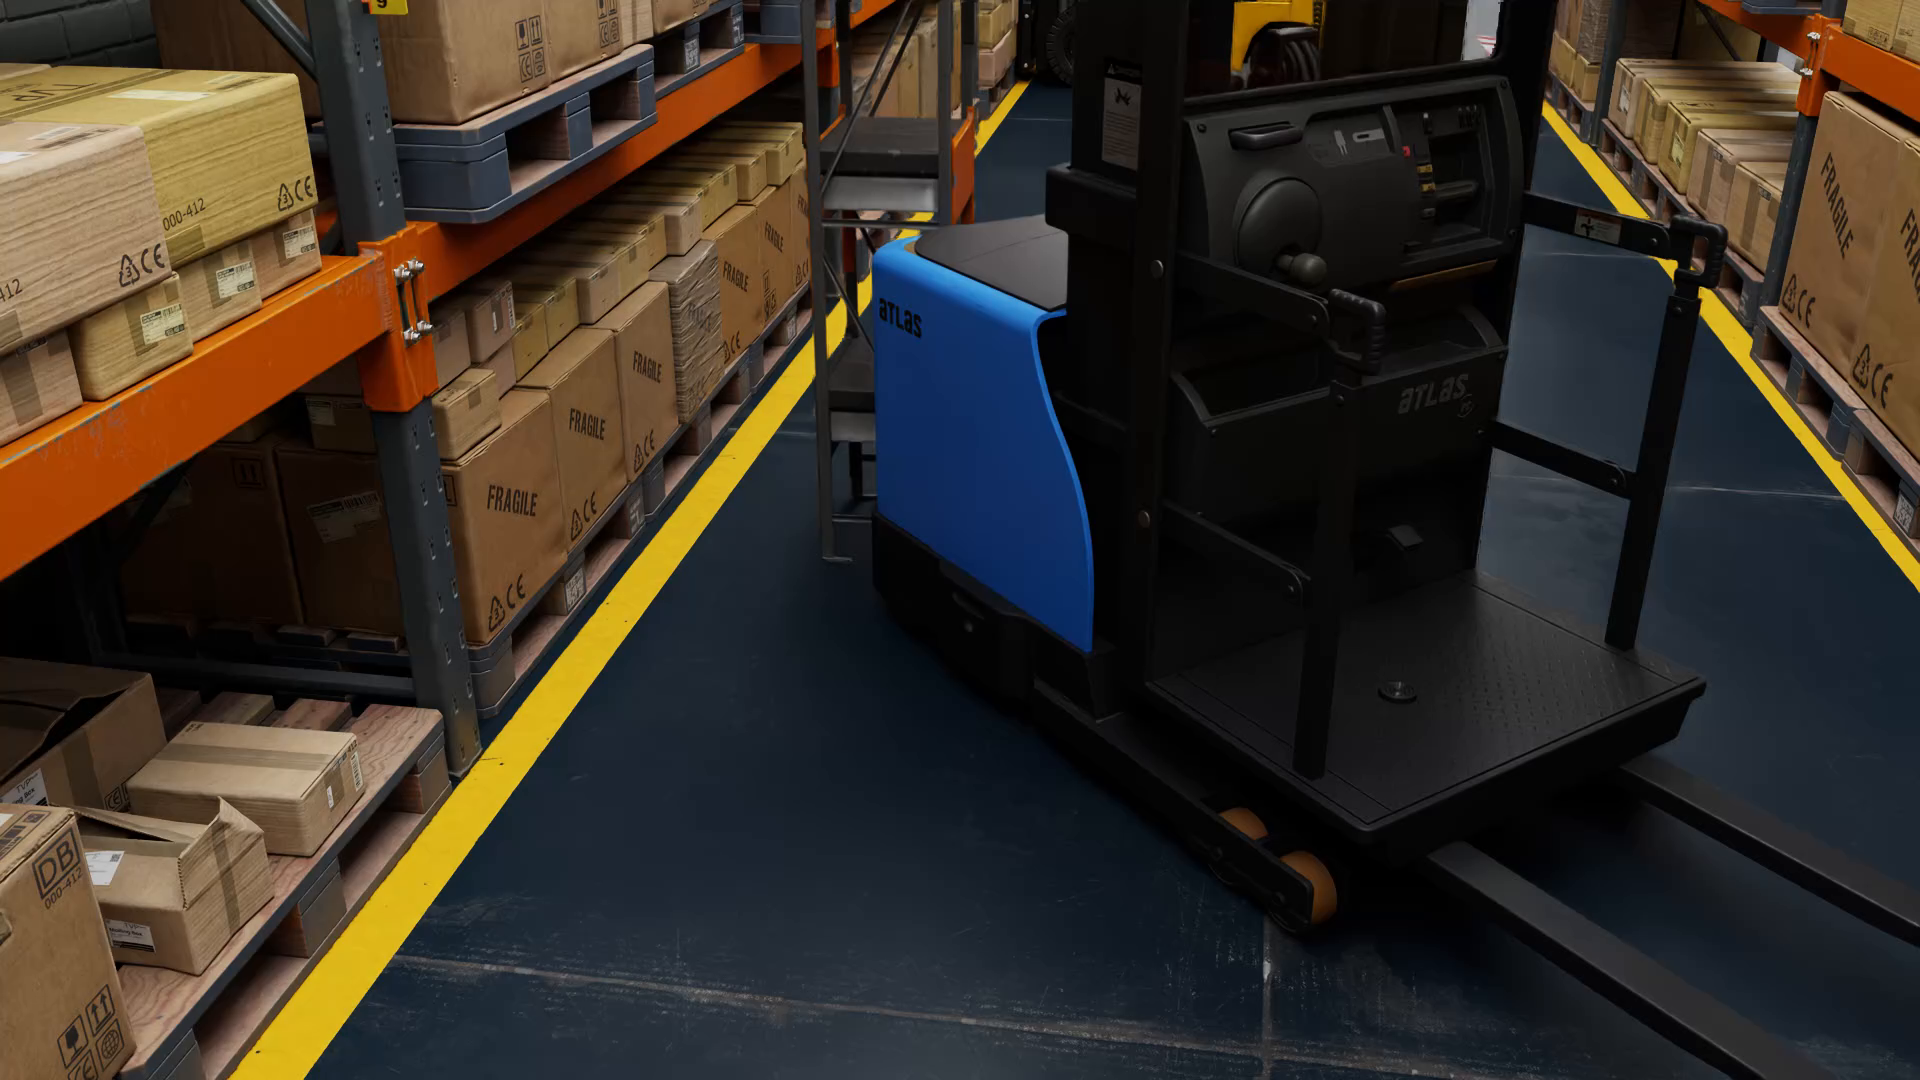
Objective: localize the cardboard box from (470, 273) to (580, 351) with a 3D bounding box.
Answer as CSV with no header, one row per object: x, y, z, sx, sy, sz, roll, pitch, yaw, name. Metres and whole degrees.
-1.332,-0.666,4.823,0.380,0.149,0.250,4,25,8,cardboard box

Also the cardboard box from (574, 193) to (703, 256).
-1.106,-1.086,5.720,0.380,0.149,0.250,3,25,6,cardboard box

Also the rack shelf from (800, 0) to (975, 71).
-0.191,-1.601,4.575,0.431,0.518,0.480,3,25,7,rack shelf

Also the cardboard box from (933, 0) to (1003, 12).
0.012,-3.762,11.317,0.500,0.250,0.500,4,25,8,cardboard box

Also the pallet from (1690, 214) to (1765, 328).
3.996,-1.232,7.633,1.003,0.211,1.213,4,25,9,pallet

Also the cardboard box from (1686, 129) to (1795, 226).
4.082,-1.713,7.976,0.950,0.372,0.625,4,25,8,cardboard box

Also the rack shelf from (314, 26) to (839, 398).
-1.357,-1.348,5.441,1.077,0.370,4.000,4,25,9,rack shelf

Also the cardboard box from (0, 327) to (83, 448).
-1.596,-0.245,2.531,0.380,0.149,0.250,5,25,10,cardboard box

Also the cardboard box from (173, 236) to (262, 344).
-1.508,-0.463,2.997,0.380,0.149,0.250,5,25,10,cardboard box

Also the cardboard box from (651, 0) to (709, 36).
-1.172,-1.805,4.954,0.700,0.500,0.500,4,25,8,cardboard box

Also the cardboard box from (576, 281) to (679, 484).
-1.220,-0.514,5.264,0.500,0.500,0.500,3,25,7,cardboard box

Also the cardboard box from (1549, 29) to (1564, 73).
4.517,-3.488,11.911,0.500,0.250,0.500,4,25,9,cardboard box

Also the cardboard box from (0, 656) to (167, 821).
-2.025,0.450,3.427,0.500,0.311,0.500,5,26,10,cardboard box

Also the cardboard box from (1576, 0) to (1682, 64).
4.353,-3.392,10.822,0.500,0.500,0.500,4,25,8,cardboard box

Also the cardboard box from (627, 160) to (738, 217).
-1.050,-1.308,6.194,0.380,0.149,0.250,5,26,10,cardboard box

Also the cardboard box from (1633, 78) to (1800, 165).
4.323,-2.321,9.275,0.950,0.372,0.625,6,26,12,cardboard box

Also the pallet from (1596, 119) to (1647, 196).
4.395,-2.253,9.814,1.003,0.211,1.213,4,25,9,pallet

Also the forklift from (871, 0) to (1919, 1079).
0.976,-0.734,3.362,1.130,2.935,3.031,-15,29,-30,forklift

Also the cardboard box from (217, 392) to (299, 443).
-1.908,-0.364,4.176,0.380,0.149,0.250,3,25,6,cardboard box

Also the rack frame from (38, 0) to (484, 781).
-1.684,-0.838,3.502,1.000,3.000,0.127,4,25,9,rack frame

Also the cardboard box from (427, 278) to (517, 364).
-1.368,-0.568,4.262,0.380,0.149,0.250,3,25,6,cardboard box

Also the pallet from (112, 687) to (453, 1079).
-1.797,0.712,3.479,1.003,0.211,1.213,4,25,9,pallet

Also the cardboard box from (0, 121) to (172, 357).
-1.594,-0.464,2.529,0.500,0.250,0.500,4,25,9,cardboard box

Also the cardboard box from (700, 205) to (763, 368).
-1.062,-0.949,6.193,0.500,0.500,0.500,5,26,11,cardboard box

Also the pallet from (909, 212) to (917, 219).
-0.656,-2.098,9.484,1.003,0.211,1.213,4,25,9,pallet

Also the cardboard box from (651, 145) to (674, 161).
-1.423,-1.666,6.959,0.380,0.149,0.250,5,26,11,cardboard box

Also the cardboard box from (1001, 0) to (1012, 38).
0.087,-3.747,11.875,0.500,0.250,0.500,4,25,8,cardboard box

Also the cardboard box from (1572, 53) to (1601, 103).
4.352,-3.052,10.980,0.500,0.250,0.500,5,26,11,cardboard box

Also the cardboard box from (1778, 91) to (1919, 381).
3.672,-1.113,6.101,0.875,0.875,0.875,4,25,8,cardboard box

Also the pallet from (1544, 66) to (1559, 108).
4.793,-3.373,12.208,1.003,0.211,1.213,4,25,9,pallet

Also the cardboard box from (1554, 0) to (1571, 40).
4.516,-3.818,11.732,0.500,0.500,0.500,5,26,11,cardboard box

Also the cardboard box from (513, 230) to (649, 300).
-1.211,-0.872,5.262,0.380,0.149,0.250,5,26,10,cardboard box

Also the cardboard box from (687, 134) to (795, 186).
-0.875,-1.522,6.652,0.380,0.149,0.250,3,25,6,cardboard box

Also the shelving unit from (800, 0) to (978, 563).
-0.191,-0.980,4.866,0.431,2.100,0.503,3,25,7,shelving unit

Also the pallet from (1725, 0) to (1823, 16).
3.879,-2.387,7.037,1.213,0.211,1.003,4,25,9,pallet

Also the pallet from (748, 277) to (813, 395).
-1.190,-0.938,7.005,1.003,0.211,1.213,4,25,9,pallet

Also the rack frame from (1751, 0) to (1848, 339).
3.867,-2.168,6.344,1.000,3.000,0.127,4,25,9,rack frame

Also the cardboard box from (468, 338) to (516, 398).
-1.394,-0.442,4.345,0.380,0.149,0.250,3,25,7,cardboard box

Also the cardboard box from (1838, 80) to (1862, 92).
6.038,-3.064,11.204,0.500,0.500,0.500,-20,32,-36,cardboard box

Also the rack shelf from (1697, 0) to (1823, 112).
4.194,-2.679,8.284,1.077,0.370,4.000,4,25,9,rack shelf

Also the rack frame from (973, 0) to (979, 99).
-0.377,-4.184,10.650,1.000,3.000,0.127,4,25,9,rack frame

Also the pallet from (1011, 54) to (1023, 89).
-0.008,-3.762,13.039,1.003,0.211,1.213,4,25,9,pallet

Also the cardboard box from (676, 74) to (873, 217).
-0.915,-1.885,8.045,0.875,0.625,0.625,5,26,10,cardboard box

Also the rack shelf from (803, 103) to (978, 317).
-0.191,-0.967,4.872,0.431,0.518,0.480,3,25,7,rack shelf

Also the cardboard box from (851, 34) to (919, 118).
-0.706,-2.441,9.232,0.875,0.625,0.625,3,25,6,cardboard box

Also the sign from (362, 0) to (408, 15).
-1.148,-1.196,3.245,0.100,0.325,0.005,4,25,9,sign

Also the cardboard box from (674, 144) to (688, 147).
-1.376,-1.412,7.181,0.500,0.500,0.500,5,26,10,cardboard box

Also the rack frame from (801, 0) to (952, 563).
-0.222,-0.877,4.647,0.400,2.100,0.015,3,25,7,rack frame

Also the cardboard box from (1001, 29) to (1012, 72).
0.097,-3.521,11.983,0.500,0.250,0.500,3,25,7,cardboard box

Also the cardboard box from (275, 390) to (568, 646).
-1.383,-0.083,4.341,0.500,0.500,0.500,5,26,11,cardboard box

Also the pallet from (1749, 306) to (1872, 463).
3.664,-0.581,6.242,1.003,0.211,1.213,4,25,9,pallet

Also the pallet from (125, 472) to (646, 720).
-1.589,0.082,4.825,1.003,0.211,1.213,4,25,9,pallet

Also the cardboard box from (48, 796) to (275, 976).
-1.544,0.613,3.132,0.396,0.266,0.258,5,26,10,cardboard box

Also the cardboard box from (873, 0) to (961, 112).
-0.451,-3.079,10.596,0.875,0.625,0.625,5,26,11,cardboard box

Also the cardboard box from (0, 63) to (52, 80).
-2.031,-0.716,3.068,0.500,0.250,0.500,4,25,8,cardboard box

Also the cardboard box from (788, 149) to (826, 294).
-0.887,-1.377,7.107,0.500,0.500,0.500,5,26,10,cardboard box

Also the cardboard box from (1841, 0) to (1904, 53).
3.539,-1.913,5.976,0.500,0.250,0.500,4,25,8,cardboard box

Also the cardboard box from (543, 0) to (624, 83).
-1.300,-1.477,4.253,0.700,0.500,0.500,4,25,9,cardboard box
